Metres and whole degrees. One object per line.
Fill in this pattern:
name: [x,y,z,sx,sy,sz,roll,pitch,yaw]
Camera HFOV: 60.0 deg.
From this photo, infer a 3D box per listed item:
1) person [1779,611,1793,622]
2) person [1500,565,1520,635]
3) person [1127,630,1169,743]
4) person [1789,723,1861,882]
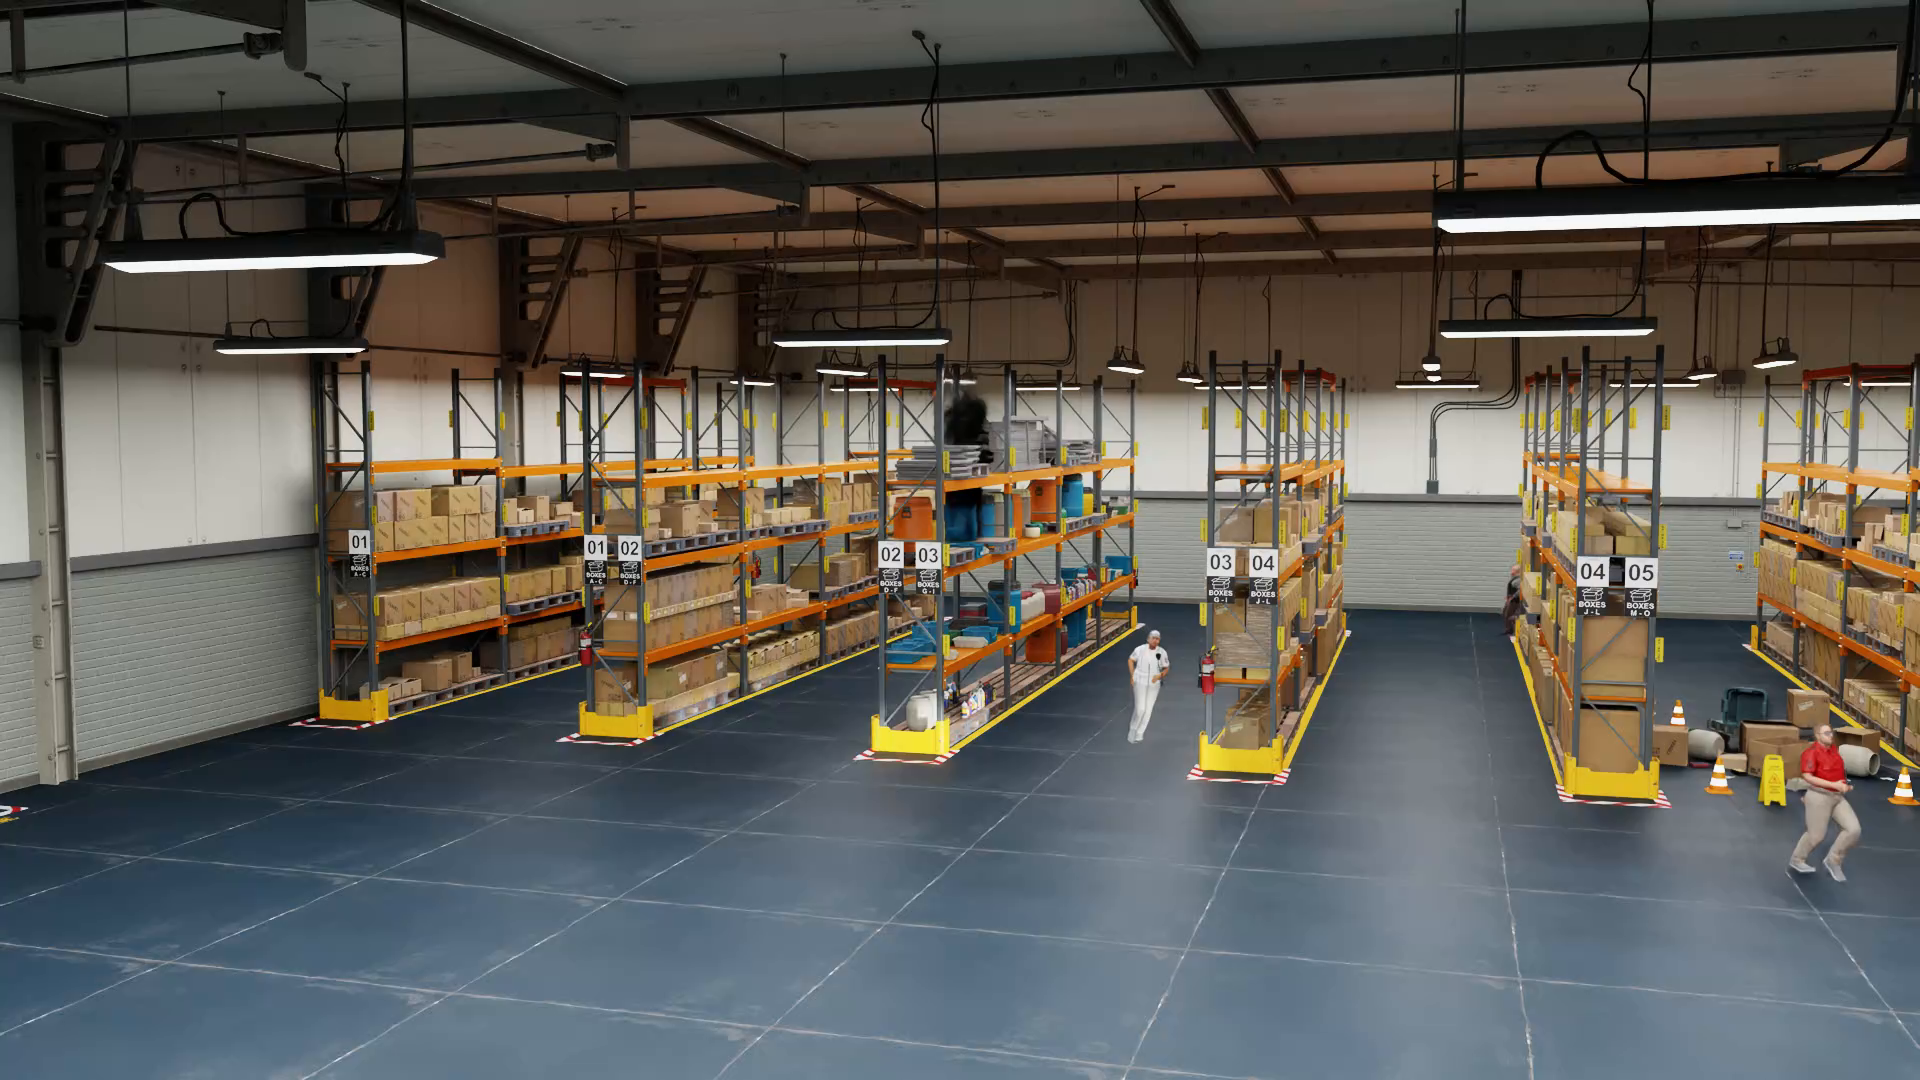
person: [18.726,1.492,37.448,0.715,1.687,0.605,-3,5,-39]
person: [12.952,1.422,38.711,0.607,1.673,0.698,1,4,8]
person: [2.789,2.170,24.578,0.604,1.681,0.547,0,4,-1]
person: [9.473,2.874,18.186,0.671,1.754,0.737,-2,4,-23]
